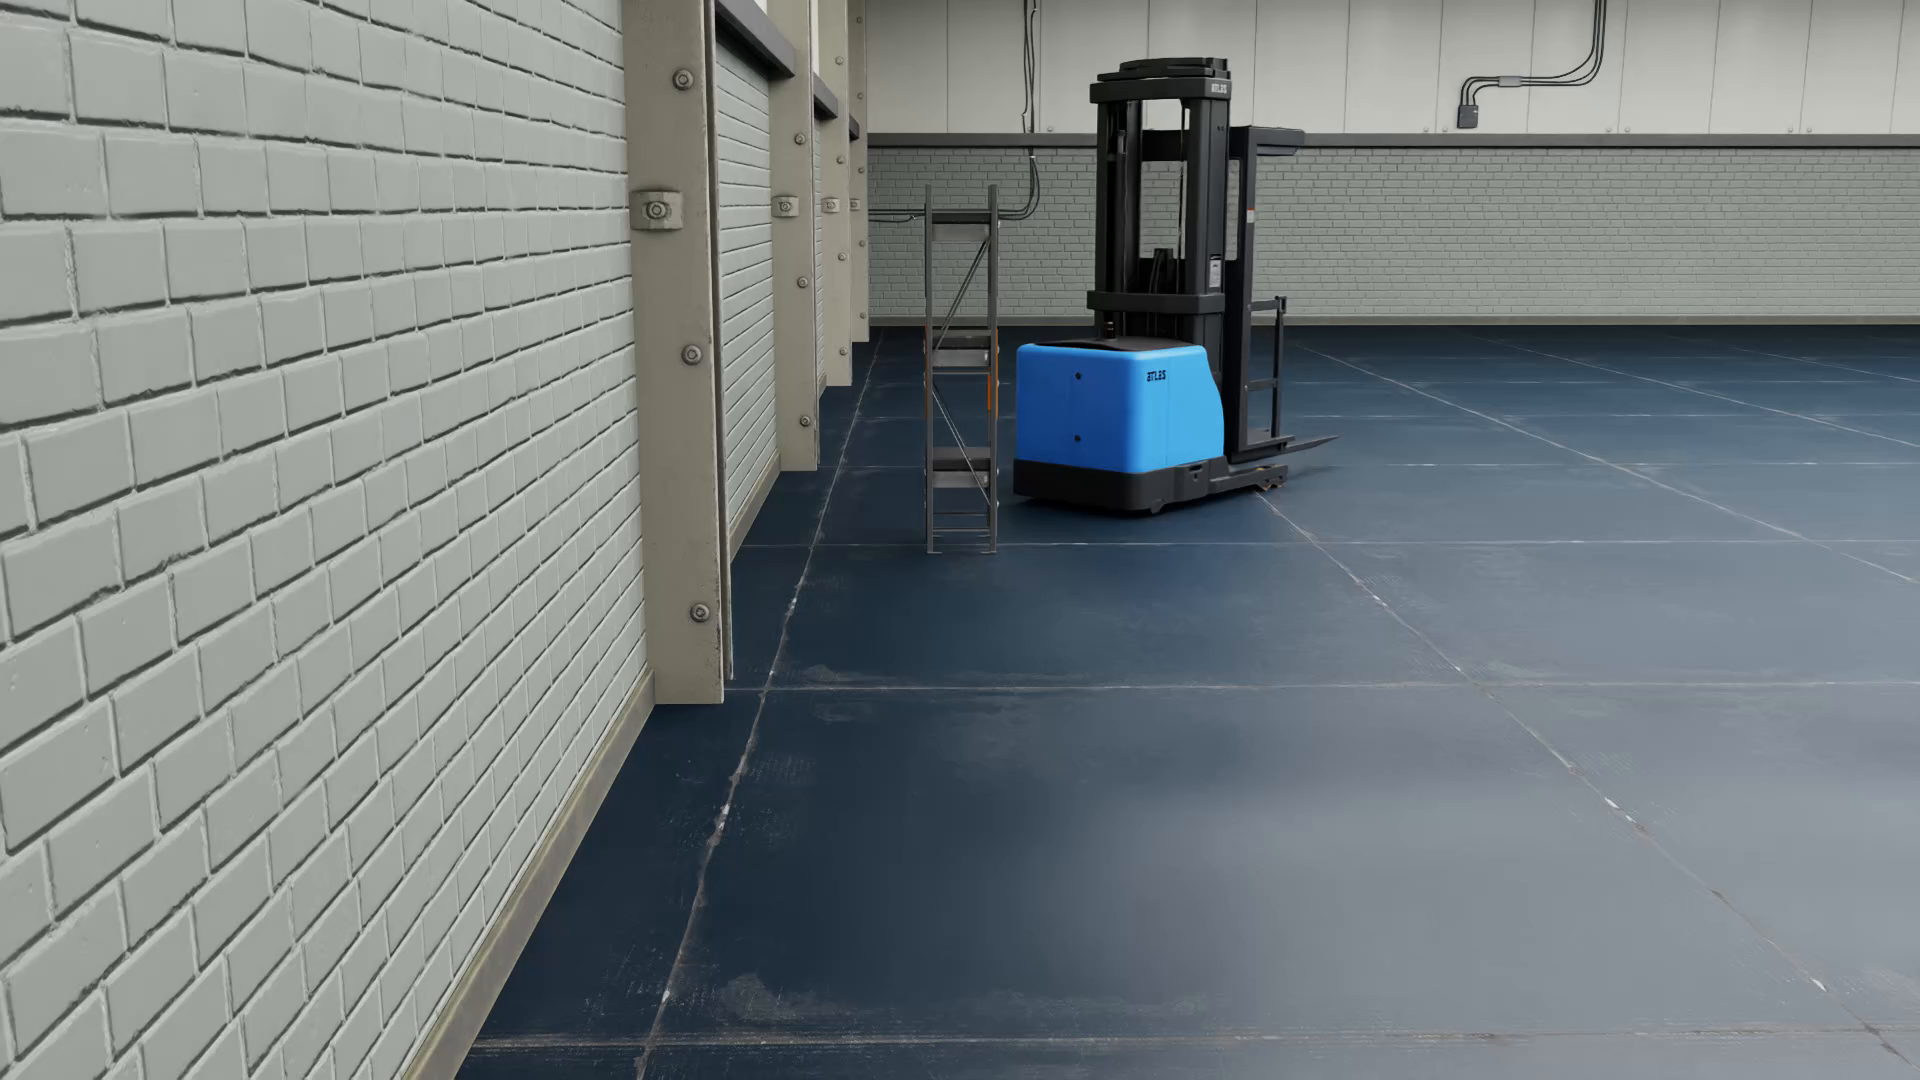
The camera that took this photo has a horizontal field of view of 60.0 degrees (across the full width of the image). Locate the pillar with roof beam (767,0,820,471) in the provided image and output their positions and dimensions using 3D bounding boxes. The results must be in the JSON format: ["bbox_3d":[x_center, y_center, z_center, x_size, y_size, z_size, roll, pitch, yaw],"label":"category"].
[{"bbox_3d":[3.053,-4.993,12.039,9.100,9.000,0.400,0,11,-1],"label":"pillar with roof beam"}]

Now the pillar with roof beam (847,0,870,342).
[{"bbox_3d":[2.805,-7.379,23.797,9.100,9.000,0.400,0,11,-1],"label":"pillar with roof beam"}]

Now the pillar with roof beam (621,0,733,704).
[{"bbox_3d":[3.177,-3.801,6.160,9.100,9.000,0.400,0,11,-1],"label":"pillar with roof beam"}]

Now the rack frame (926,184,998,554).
[{"bbox_3d":[0.008,-0.948,9.449,0.400,2.100,0.015,0,11,-1],"label":"rack frame"}]

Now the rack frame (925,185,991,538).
[{"bbox_3d":[-0.002,-1.045,9.927,0.400,2.100,0.015,0,11,-1],"label":"rack frame"}]

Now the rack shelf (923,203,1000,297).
[{"bbox_3d":[0.003,-1.669,9.552,0.431,0.518,0.480,0,11,-1],"label":"rack shelf"}]

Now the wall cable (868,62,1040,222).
[{"bbox_3d":[-0.238,-6.430,26.931,3.097,2.526,0.112,0,11,-1],"label":"wall cable"}]

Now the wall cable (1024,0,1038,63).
[{"bbox_3d":[2.467,-8.916,26.484,3.097,2.526,0.112,0,11,-1],"label":"wall cable"}]

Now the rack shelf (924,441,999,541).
[{"bbox_3d":[0.003,-0.297,9.830,0.431,0.518,0.480,0,11,-1],"label":"rack shelf"}]

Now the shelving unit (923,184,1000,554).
[{"bbox_3d":[0.003,-0.996,9.688,0.431,2.100,0.503,0,11,-1],"label":"shelving unit"}]

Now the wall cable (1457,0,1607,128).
[{"bbox_3d":[9.254,-9.655,26.461,2.305,6.003,0.169,0,11,-1],"label":"wall cable"}]

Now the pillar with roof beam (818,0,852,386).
[{"bbox_3d":[2.929,-6.186,17.918,9.100,9.000,0.400,0,11,-1],"label":"pillar with roof beam"}]

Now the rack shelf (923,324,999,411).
[{"bbox_3d":[0.003,-0.983,9.691,0.431,0.518,0.480,0,11,-1],"label":"rack shelf"}]

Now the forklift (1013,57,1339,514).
[{"bbox_3d":[1.704,-1.841,11.764,1.130,2.935,3.031,10,15,40],"label":"forklift"}]
